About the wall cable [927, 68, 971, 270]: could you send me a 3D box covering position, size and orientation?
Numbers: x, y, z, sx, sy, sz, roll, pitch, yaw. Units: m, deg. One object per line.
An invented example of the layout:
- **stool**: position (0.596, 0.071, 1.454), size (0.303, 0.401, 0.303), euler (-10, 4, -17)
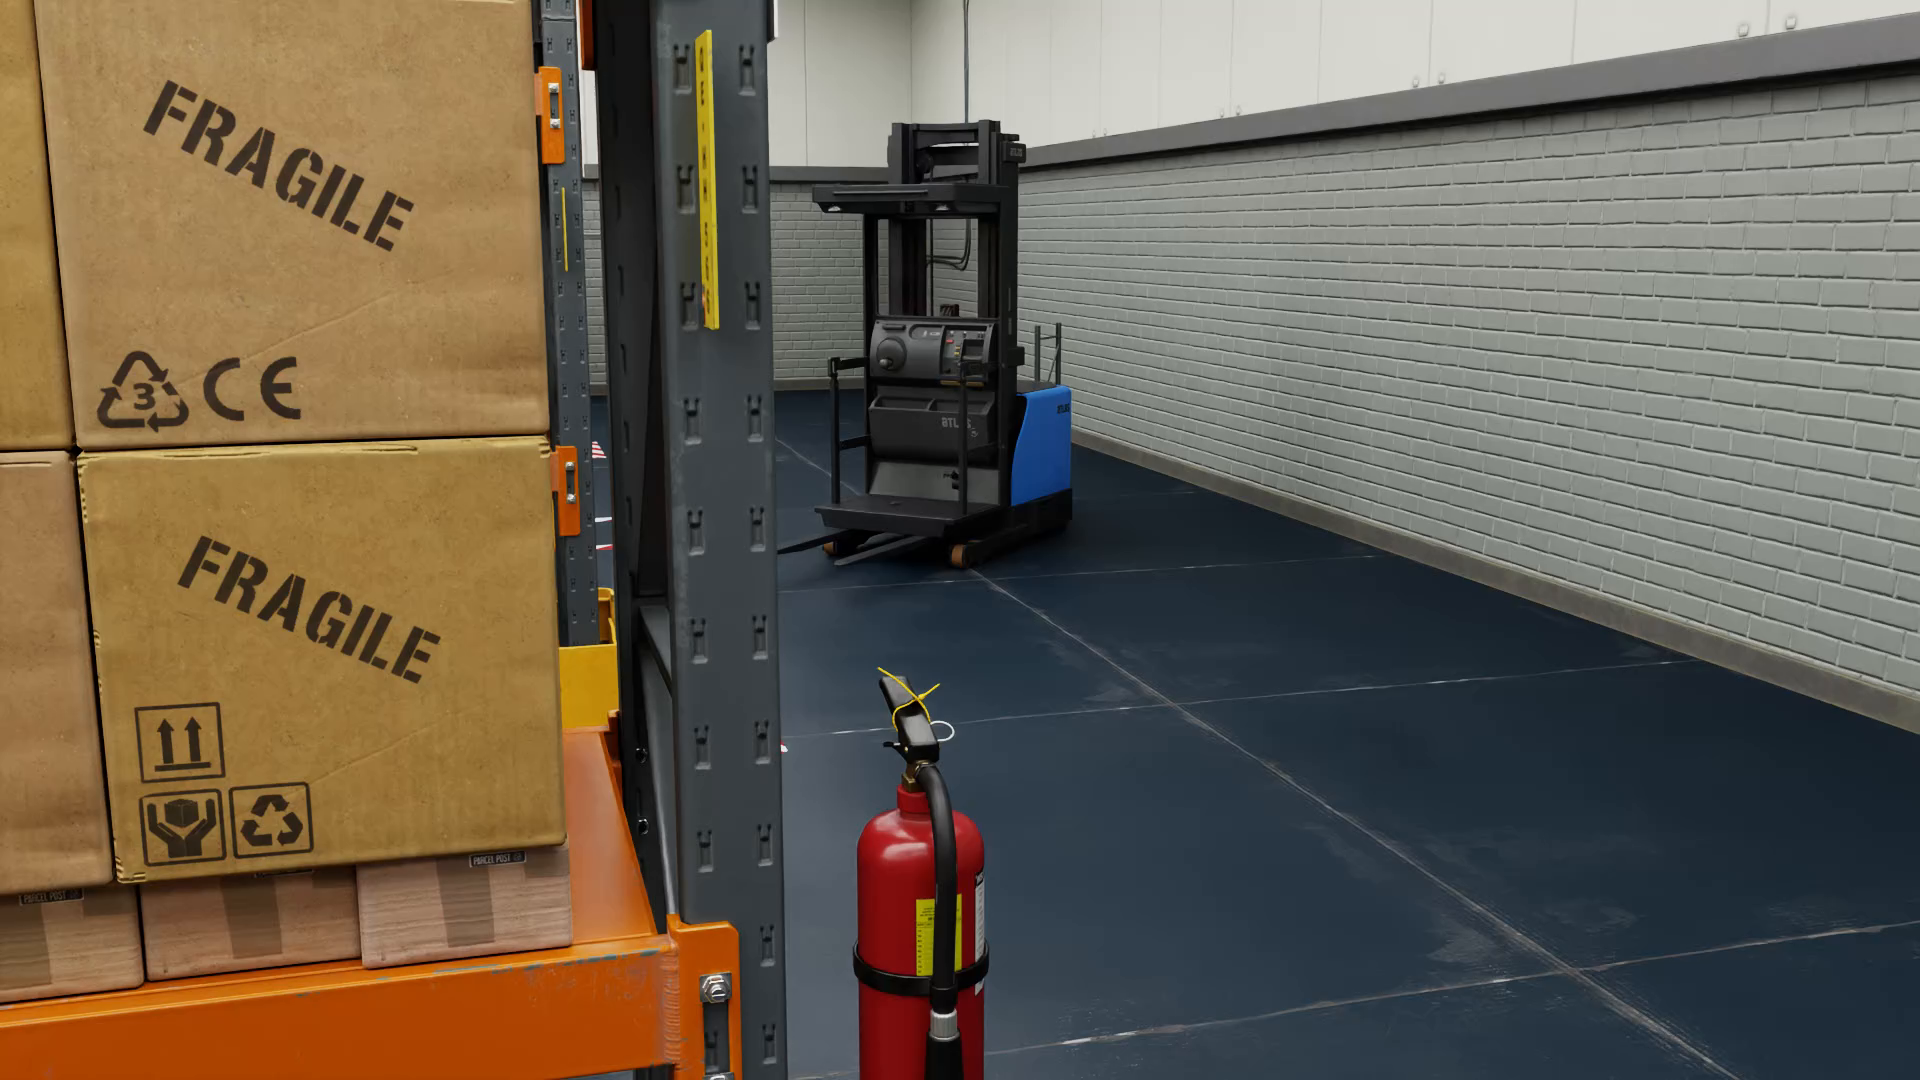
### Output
- **wall cable**: position (-0.335, -4.875, 22.248), size (0.112, 2.526, 3.097), euler (-3, 11, -16)

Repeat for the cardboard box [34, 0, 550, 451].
- **cardboard box**: position (-0.793, -0.398, 2.062), size (0.500, 0.500, 0.500), euler (-3, 11, -17)

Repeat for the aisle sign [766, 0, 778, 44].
- **aisle sign**: position (-0.269, -1.007, 2.051), size (0.004, 0.787, 0.394), euler (-3, 11, -16)

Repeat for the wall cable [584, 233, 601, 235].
- **wall cable**: position (-4.901, -3.956, 22.446), size (1.851, 1.984, 0.084), euler (-3, 11, -16)

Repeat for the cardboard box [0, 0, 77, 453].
- **cardboard box**: position (-1.279, -0.372, 1.923), size (0.500, 0.500, 0.500), euler (-3, 11, -18)

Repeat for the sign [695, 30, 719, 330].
- **sign**: position (-0.287, -0.404, 1.887), size (0.005, 0.325, 0.100), euler (-3, 11, -16)

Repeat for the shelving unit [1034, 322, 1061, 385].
- **shelving unit**: position (0.213, -0.957, 13.104), size (1.048, 1.500, 0.538), euler (5, 11, 23)

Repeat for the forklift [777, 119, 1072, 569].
- **forklift**: position (-0.294, -1.341, 11.238), size (1.130, 2.935, 3.031), euler (5, 12, 27)

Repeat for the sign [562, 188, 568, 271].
- **sign**: position (-1.574, -1.235, 6.618), size (0.005, 0.325, 0.100), euler (-3, 11, -16)

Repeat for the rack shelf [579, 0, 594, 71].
- **rack shelf**: position (-2.343, -0.797, 1.793), size (4.000, 0.370, 1.077), euler (-3, 11, -16)

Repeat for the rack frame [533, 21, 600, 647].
- **rack frame**: position (-1.712, -0.644, 7.261), size (0.127, 3.000, 1.000), euler (-3, 11, -16)

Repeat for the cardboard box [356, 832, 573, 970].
- **cardboard box**: position (-0.657, 0.412, 2.216), size (0.250, 0.149, 0.380), euler (-3, 11, -16)

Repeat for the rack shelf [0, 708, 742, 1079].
- **rack shelf**: position (-2.343, 0.678, 2.065), size (4.000, 0.370, 1.077), euler (-3, 11, -16)

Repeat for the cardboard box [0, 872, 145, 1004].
- **cardboard box**: position (-1.143, 0.434, 2.100), size (0.250, 0.149, 0.380), euler (-3, 11, -17)

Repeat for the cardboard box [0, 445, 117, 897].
- **cardboard box**: position (-1.278, 0.120, 2.010), size (0.500, 0.500, 0.500), euler (-3, 11, -17)

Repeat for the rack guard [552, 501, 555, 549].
- **rack guard**: position (-3.077, -0.279, 12.183), size (0.348, 0.500, 1.175), euler (-3, 11, -16)

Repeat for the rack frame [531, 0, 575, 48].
- **rack frame**: position (-1.712, -3.595, 6.718), size (0.127, 3.000, 1.000), euler (-3, 11, -16)

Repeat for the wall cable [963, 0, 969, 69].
- **wall cable**: position (0.421, -6.888, 19.236), size (0.112, 2.526, 3.097), euler (-3, 11, -16)

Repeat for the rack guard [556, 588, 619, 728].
- **rack guard**: position (-1.689, 0.584, 7.494), size (0.348, 0.500, 1.175), euler (-3, 11, -16)

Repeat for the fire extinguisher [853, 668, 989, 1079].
- **fire extinguisher**: position (-0.052, 0.512, 2.224), size (0.183, 0.674, 0.296), euler (-3, 11, -16)

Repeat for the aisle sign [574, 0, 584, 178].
- **aisle sign**: position (-1.559, -1.874, 6.762), size (0.004, 0.787, 0.394), euler (-3, 11, -16)

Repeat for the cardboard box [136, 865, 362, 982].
- **cardboard box**: position (-0.906, 0.418, 2.183), size (0.250, 0.149, 0.380), euler (-3, 11, -16)

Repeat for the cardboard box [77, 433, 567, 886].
- **cardboard box**: position (-0.782, 0.095, 2.147), size (0.500, 0.500, 0.500), euler (-3, 11, -15)

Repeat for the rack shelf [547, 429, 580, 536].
- **rack shelf**: position (-3.632, -0.189, 6.776), size (4.000, 0.370, 1.077), euler (-3, 11, -16)

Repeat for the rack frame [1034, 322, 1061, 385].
- **rack frame**: position (0.678, -0.920, 12.903), size (0.032, 1.500, 0.500), euler (5, 11, 23)

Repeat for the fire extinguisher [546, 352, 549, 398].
- **fire extinguisher**: position (-2.825, -1.212, 11.591), size (0.183, 0.674, 0.296), euler (-3, 11, -16)

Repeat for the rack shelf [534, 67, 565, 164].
- **rack shelf**: position (-3.632, -1.664, 6.505), size (4.000, 0.370, 1.077), euler (-3, 11, -16)
